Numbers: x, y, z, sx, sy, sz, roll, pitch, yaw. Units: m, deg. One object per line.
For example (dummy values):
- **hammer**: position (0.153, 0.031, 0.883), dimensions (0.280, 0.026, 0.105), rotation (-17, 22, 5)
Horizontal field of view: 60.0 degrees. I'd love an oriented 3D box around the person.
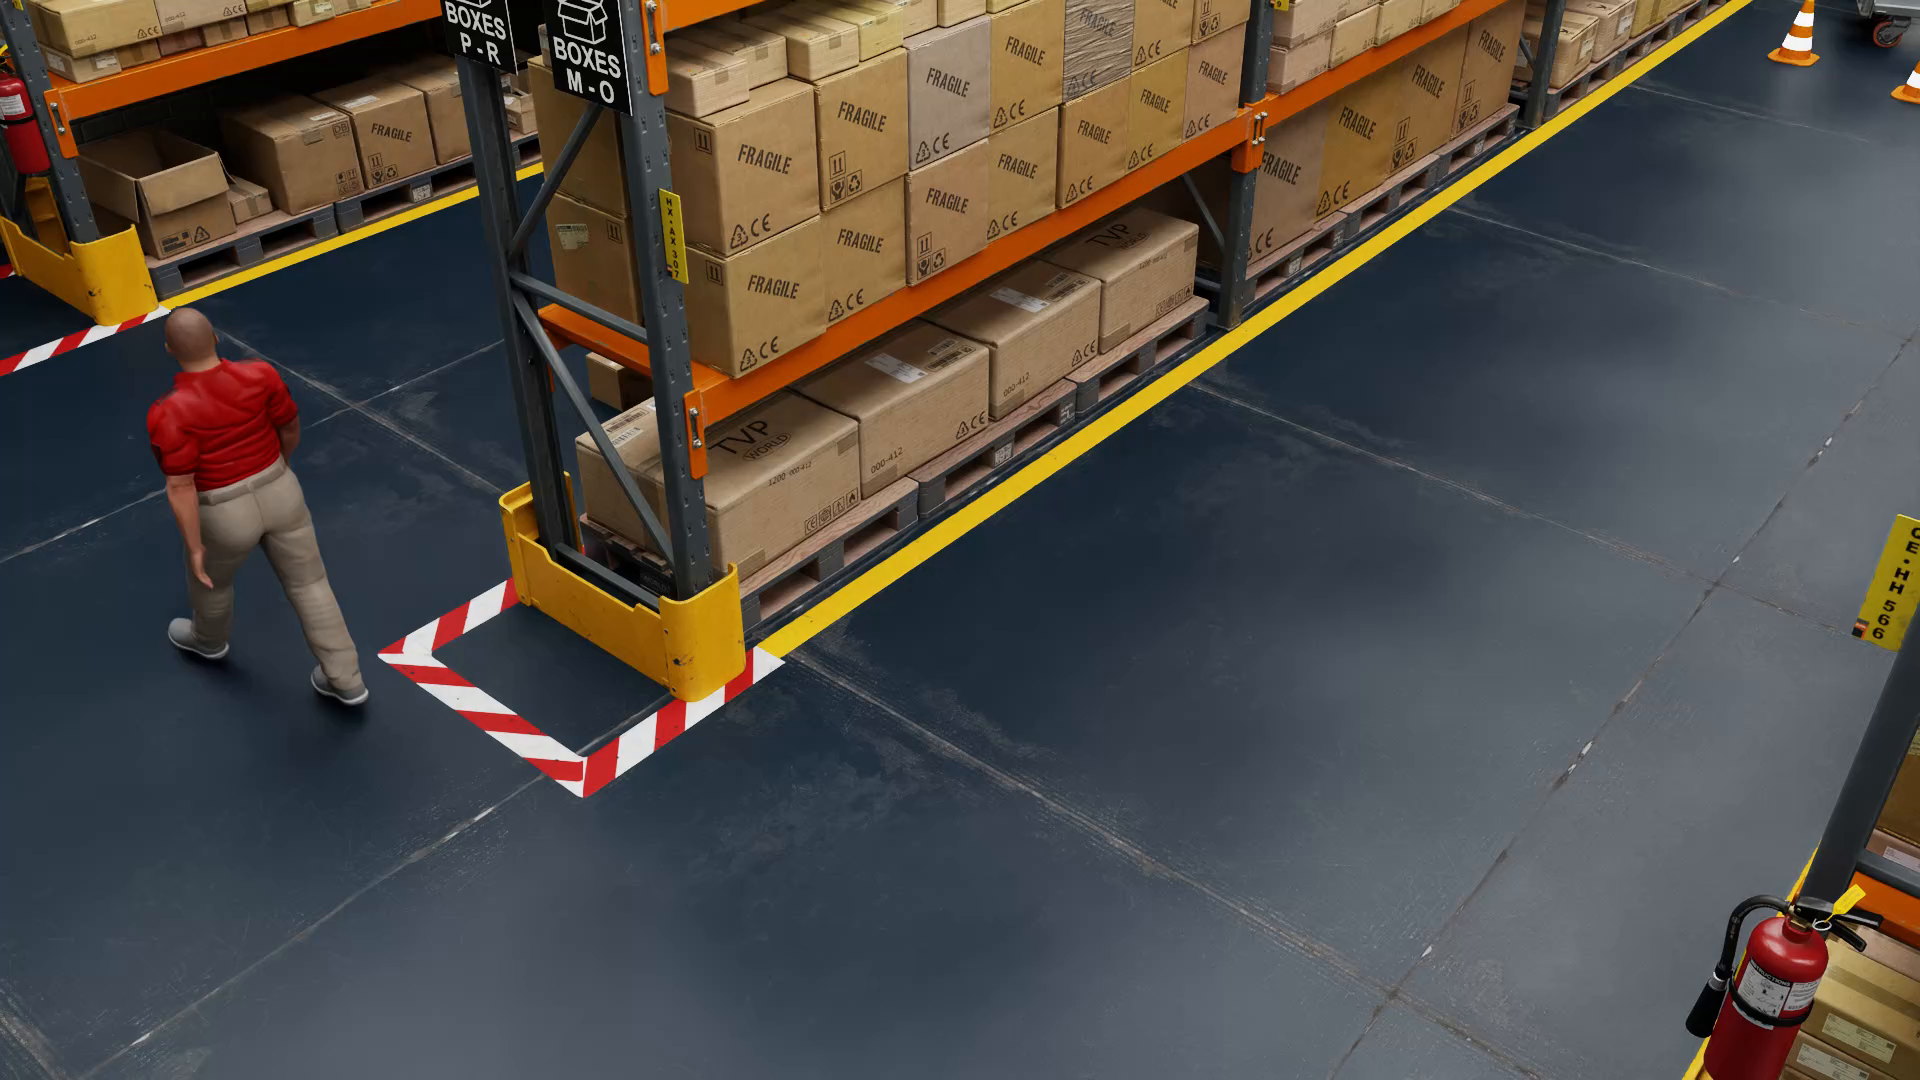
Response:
- **person**: position (-2.793, -0.178, 6.398), dimensions (0.575, 1.662, 1.025), rotation (-29, 44, -35)
